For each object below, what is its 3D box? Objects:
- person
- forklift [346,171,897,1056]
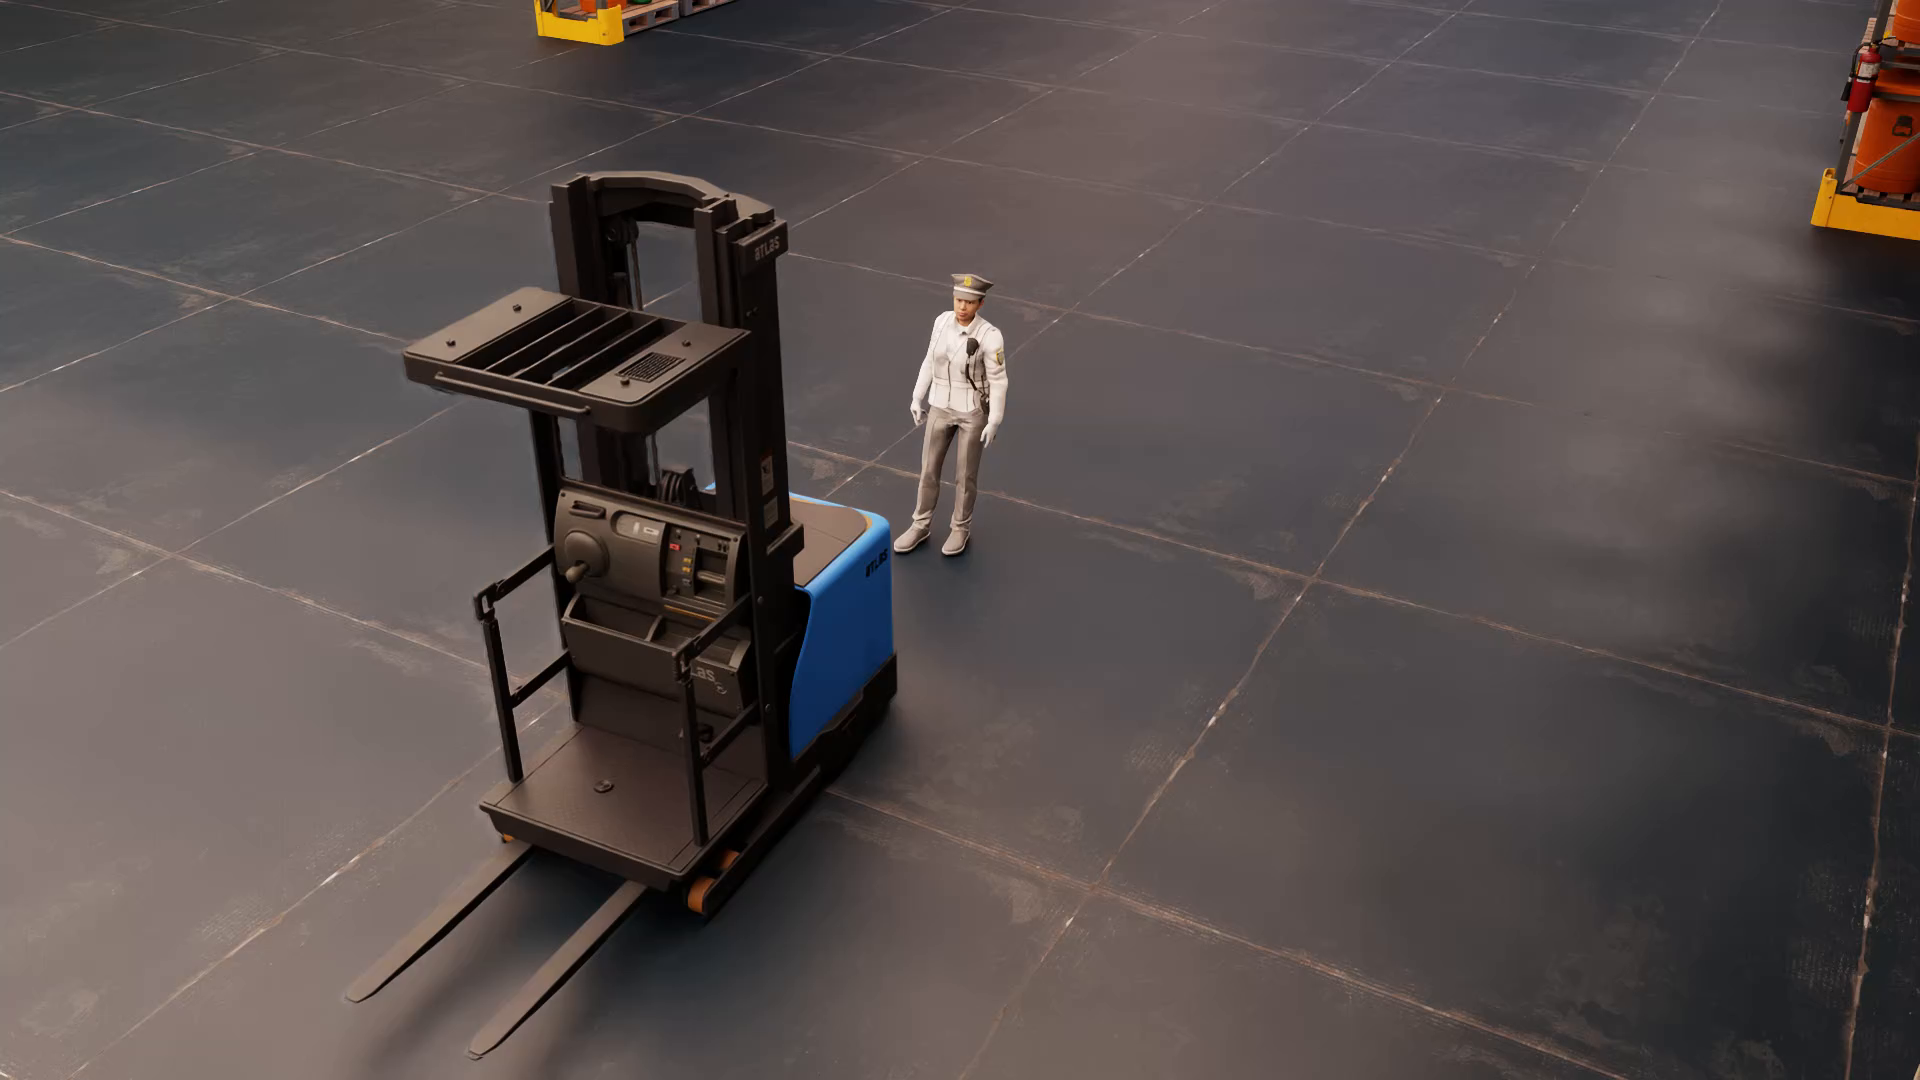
[{"bbox_3d":[-0.039,-0.712,9.526,0.587,1.695,0.531,15,33,25],"label":"person"},{"bbox_3d":[-1.424,0.099,6.899,1.130,2.935,3.031,14,33,22],"label":"forklift"}]
